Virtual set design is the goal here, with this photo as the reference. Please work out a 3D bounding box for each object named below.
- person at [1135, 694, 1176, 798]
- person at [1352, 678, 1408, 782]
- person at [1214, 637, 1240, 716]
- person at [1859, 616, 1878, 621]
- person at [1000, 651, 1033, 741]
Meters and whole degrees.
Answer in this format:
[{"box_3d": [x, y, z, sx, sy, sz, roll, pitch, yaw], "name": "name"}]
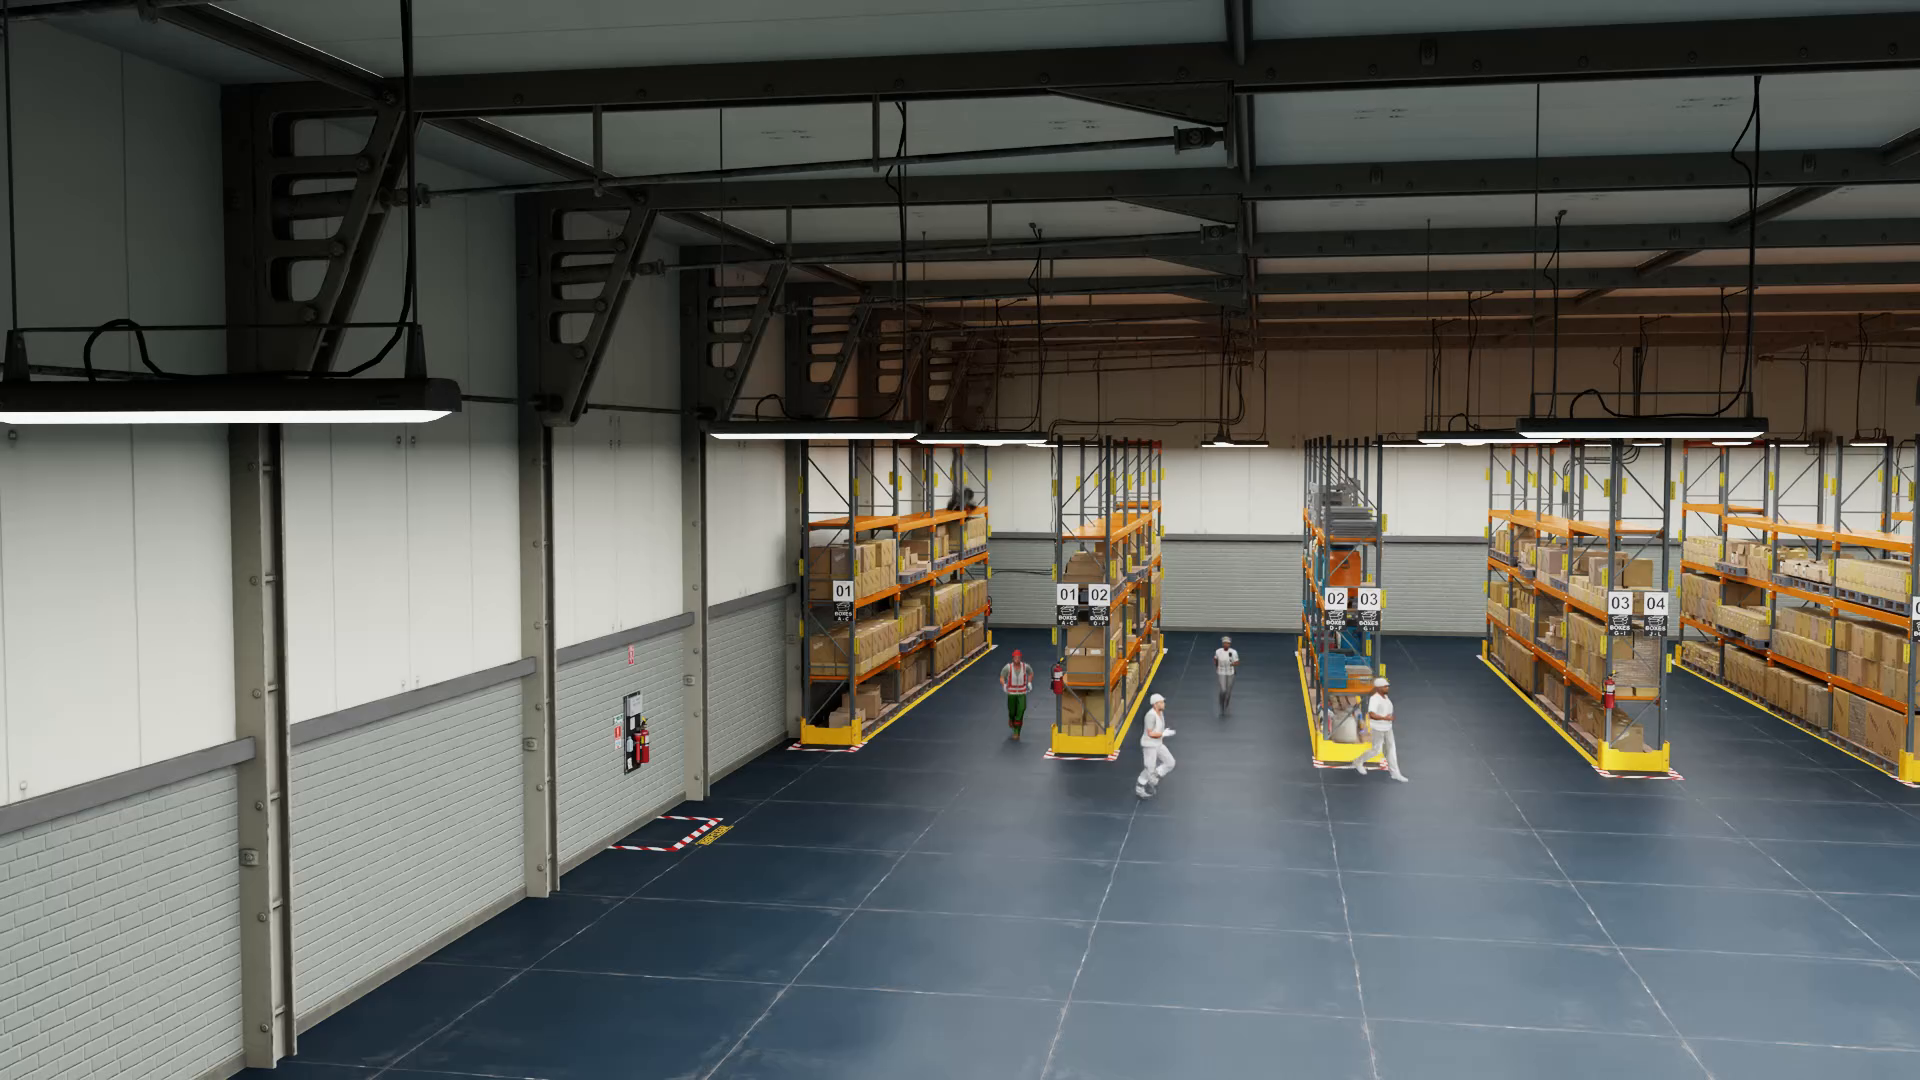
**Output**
[{"box_3d": [3.200, 3.361, 27.139, 0.763, 1.728, 0.703, 2, 4, 30], "name": "person"}, {"box_3d": [7.266, 3.263, 28.728, 0.994, 1.762, 0.711, 3, 4, 41], "name": "person"}, {"box_3d": [5.771, 2.951, 35.981, 0.546, 1.748, 0.721, 0, 3, 6], "name": "person"}, {"box_3d": [24.615, 2.448, 45.012, 0.594, 1.719, 0.623, 2, 4, 30], "name": "person"}, {"box_3d": [1.136, 3.062, 33.190, 0.681, 1.756, 0.969, 0, 3, -4], "name": "person"}]
